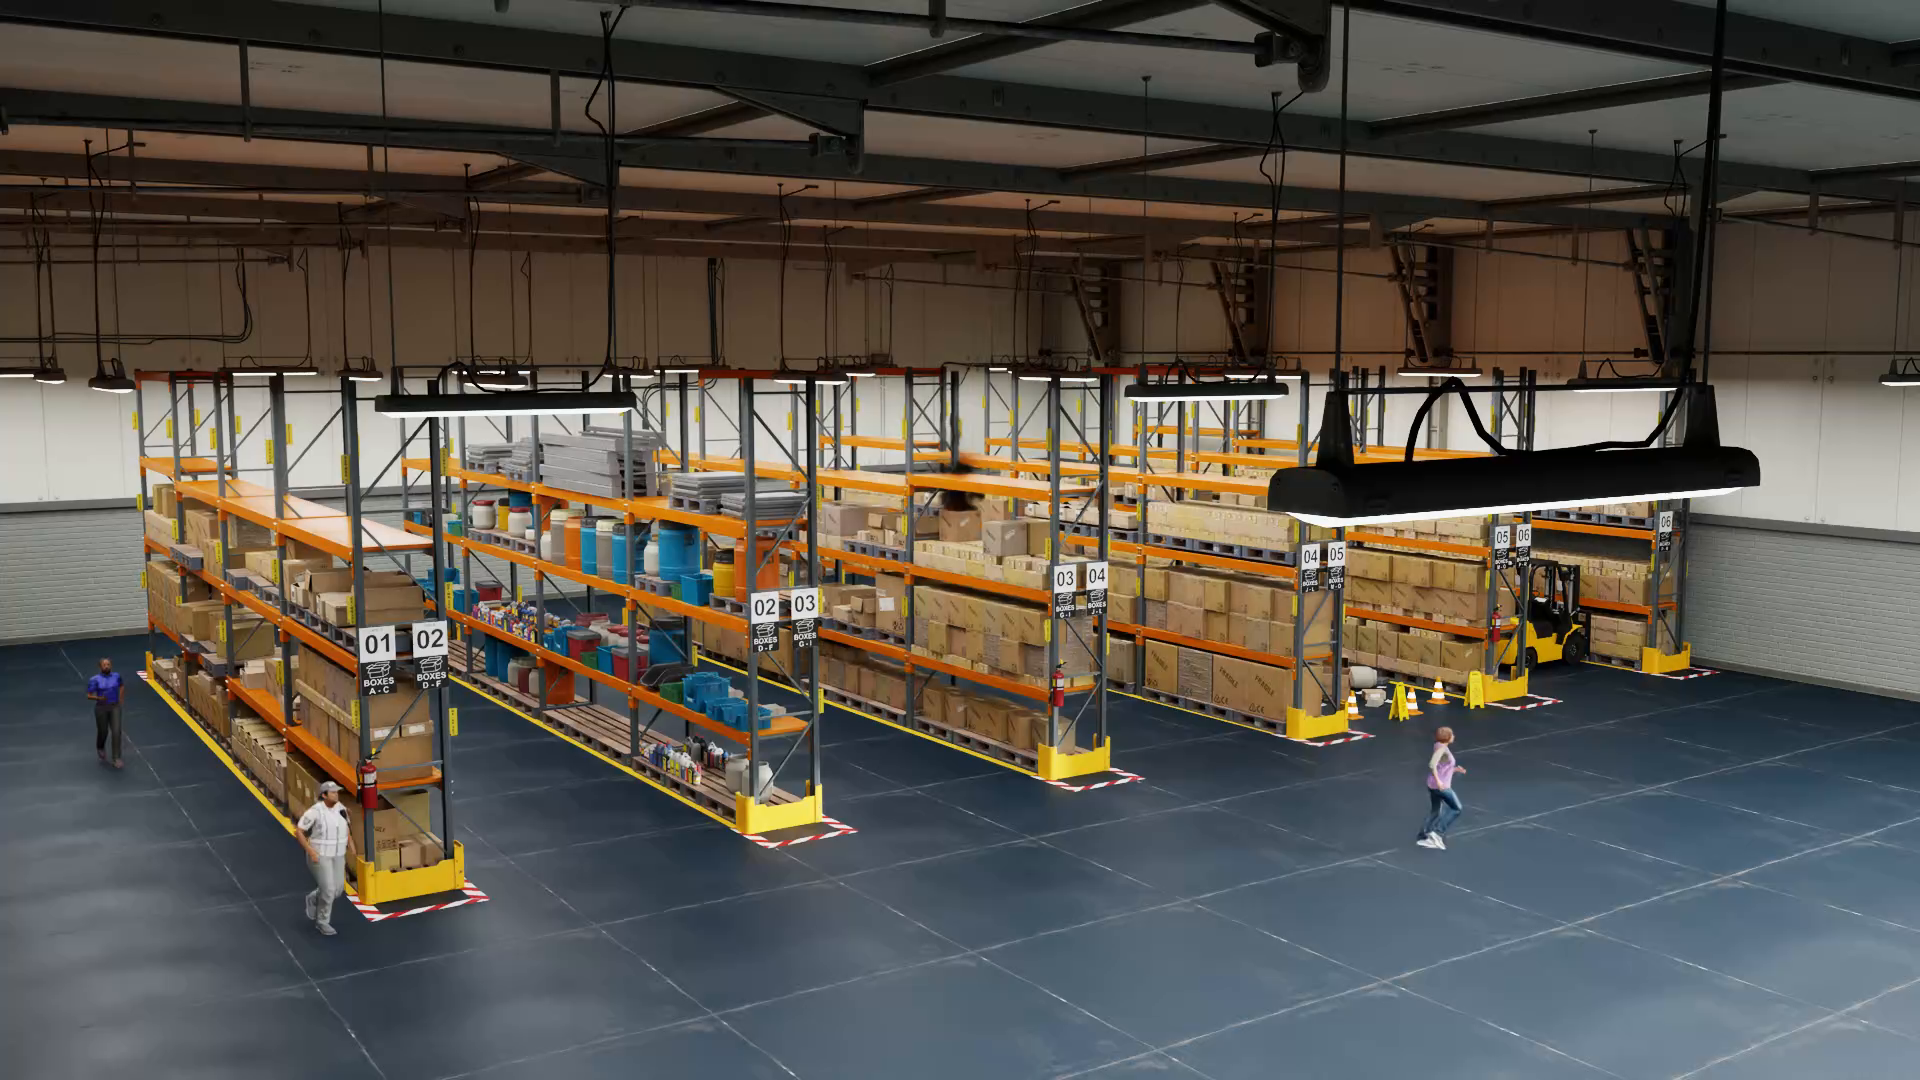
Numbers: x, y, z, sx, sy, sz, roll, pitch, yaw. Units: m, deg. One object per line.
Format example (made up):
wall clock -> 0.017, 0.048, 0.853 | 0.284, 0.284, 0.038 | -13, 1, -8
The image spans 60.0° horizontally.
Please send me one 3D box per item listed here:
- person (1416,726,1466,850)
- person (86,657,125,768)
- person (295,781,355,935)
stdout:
person -> 6.150, 3.150, 21.203 | 0.630, 1.571, 0.538 | 0, 6, 0
person -> -13.052, 2.614, 25.474 | 0.586, 1.645, 0.891 | -5, 8, -40
person -> -7.002, 3.472, 18.356 | 0.603, 1.632, 0.657 | 4, 8, 32
